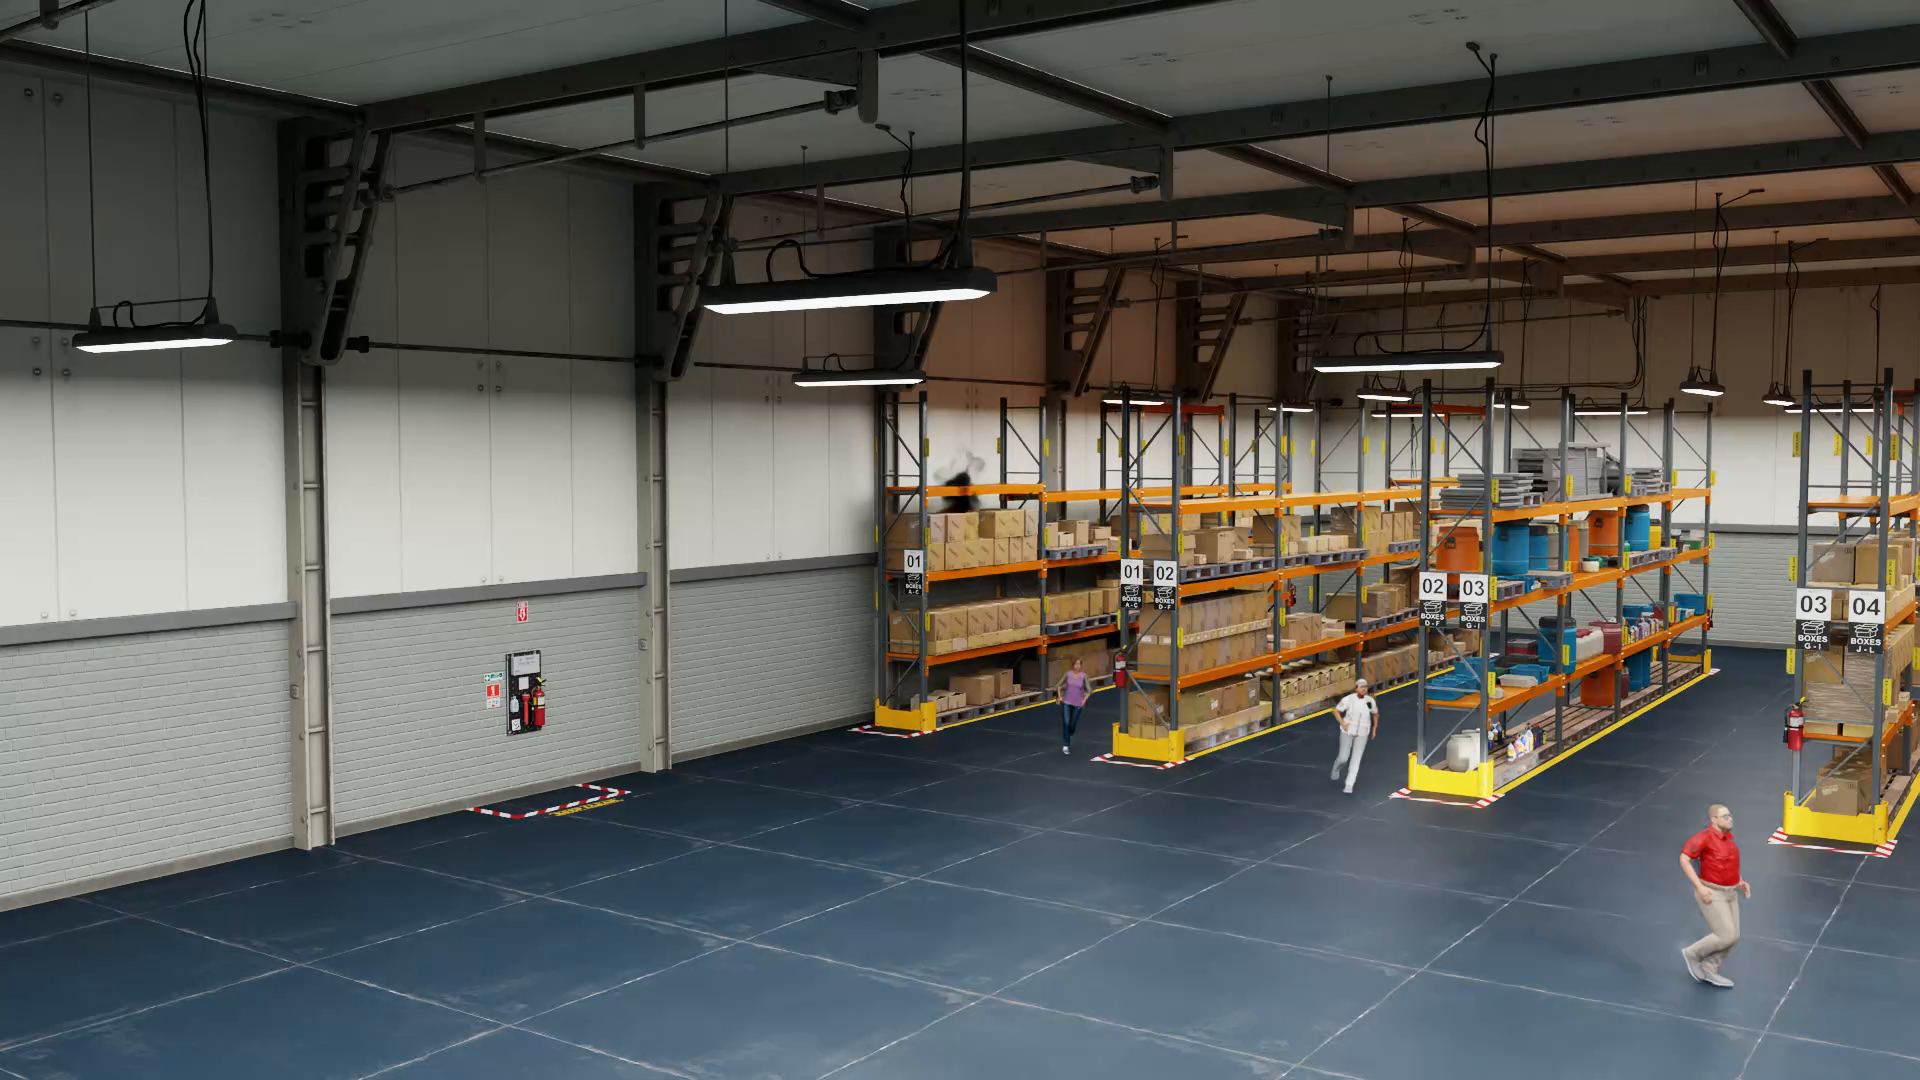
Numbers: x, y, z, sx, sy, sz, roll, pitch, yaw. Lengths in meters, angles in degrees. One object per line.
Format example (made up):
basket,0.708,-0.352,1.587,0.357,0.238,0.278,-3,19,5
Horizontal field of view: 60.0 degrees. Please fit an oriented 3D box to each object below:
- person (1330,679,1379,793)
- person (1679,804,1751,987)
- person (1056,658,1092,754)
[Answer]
person,5.818,2.849,24.366,0.671,1.607,0.817,0,3,5
person,7.028,3.300,15.447,0.668,1.690,0.526,-2,4,-33
person,1.875,2.717,27.419,0.590,1.566,0.582,0,3,7
